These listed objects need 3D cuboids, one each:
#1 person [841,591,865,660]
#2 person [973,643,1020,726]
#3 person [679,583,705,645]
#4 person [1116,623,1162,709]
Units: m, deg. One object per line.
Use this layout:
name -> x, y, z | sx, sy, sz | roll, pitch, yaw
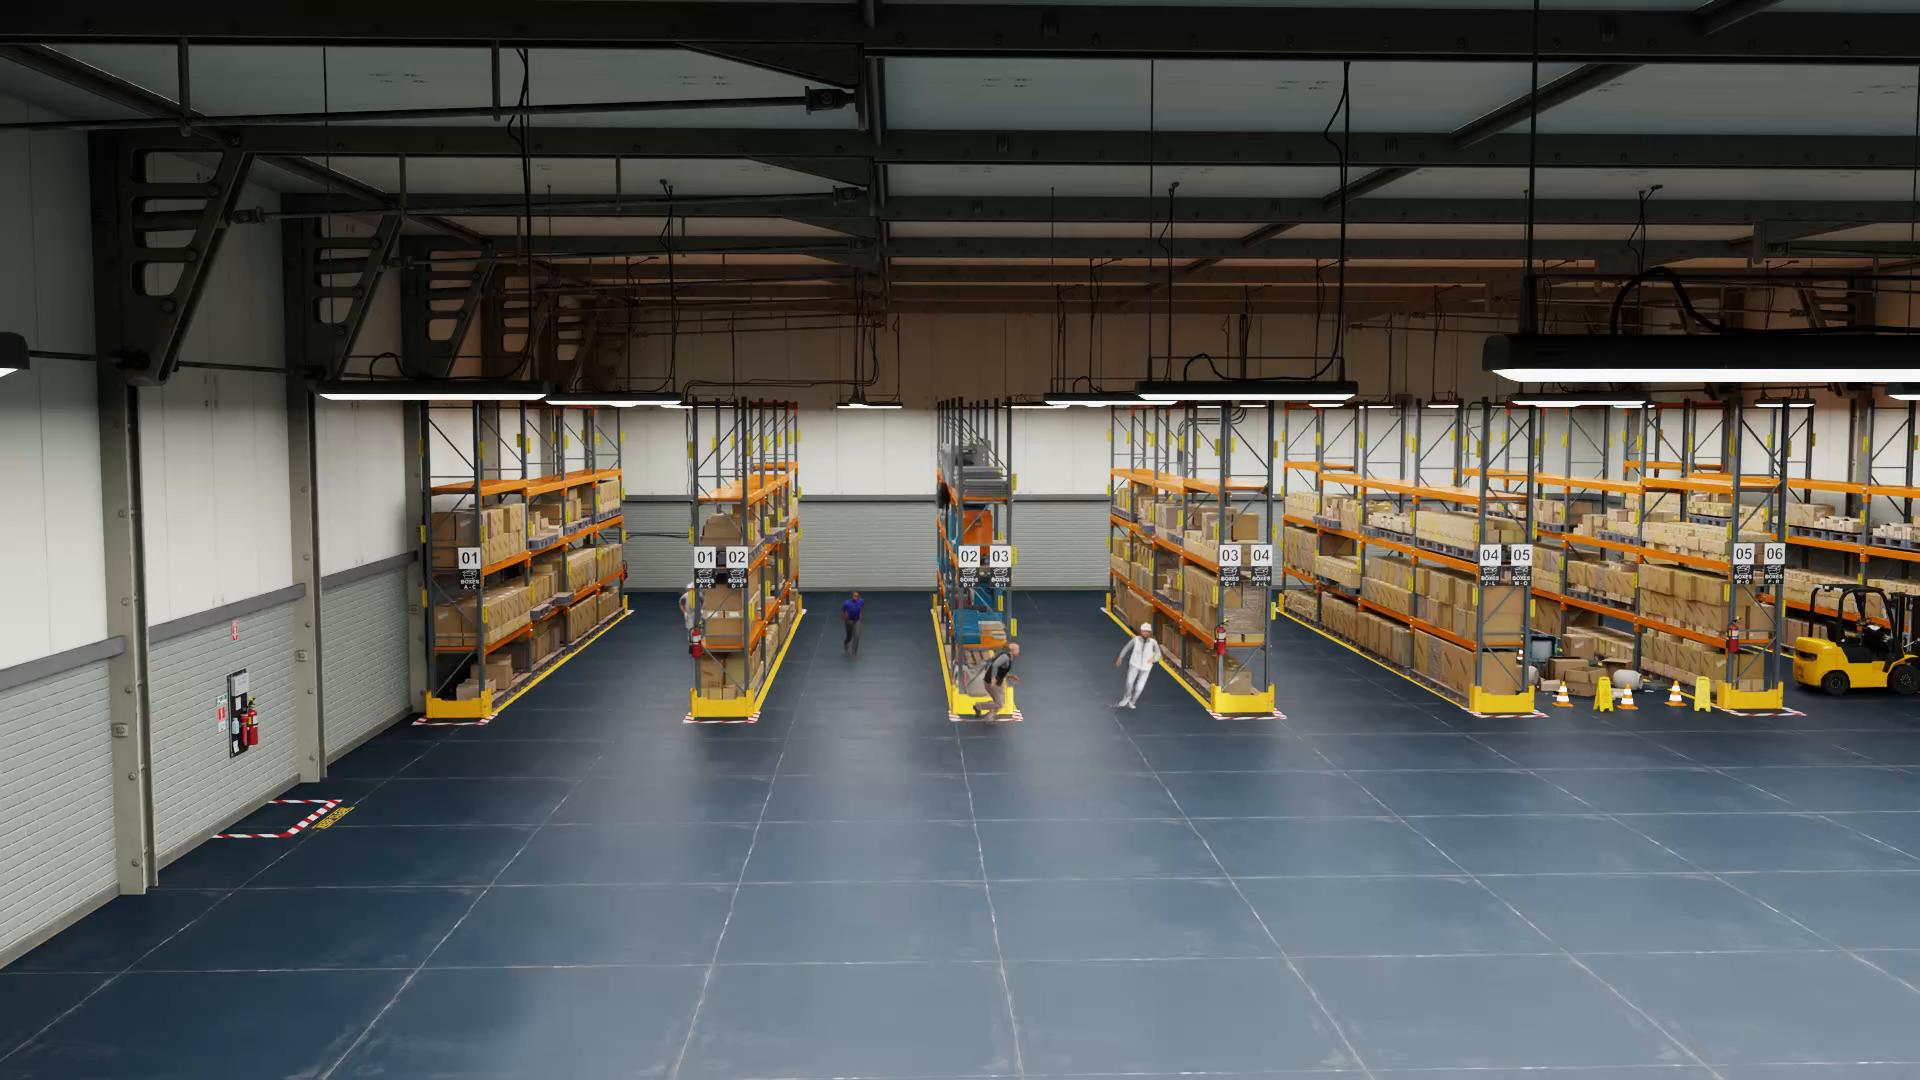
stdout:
person -> -2.530, 1.954, 38.843 | 0.597, 1.619, 0.960 | -2, 5, -22
person -> 0.657, 2.635, 30.237 | 0.865, 1.536, 0.675 | 1, 4, 8
person -> -6.418, 1.822, 39.987 | 0.681, 1.629, 0.910 | -2, 5, -22
person -> 3.450, 2.429, 31.946 | 0.841, 1.674, 0.638 | 0, 4, -1
